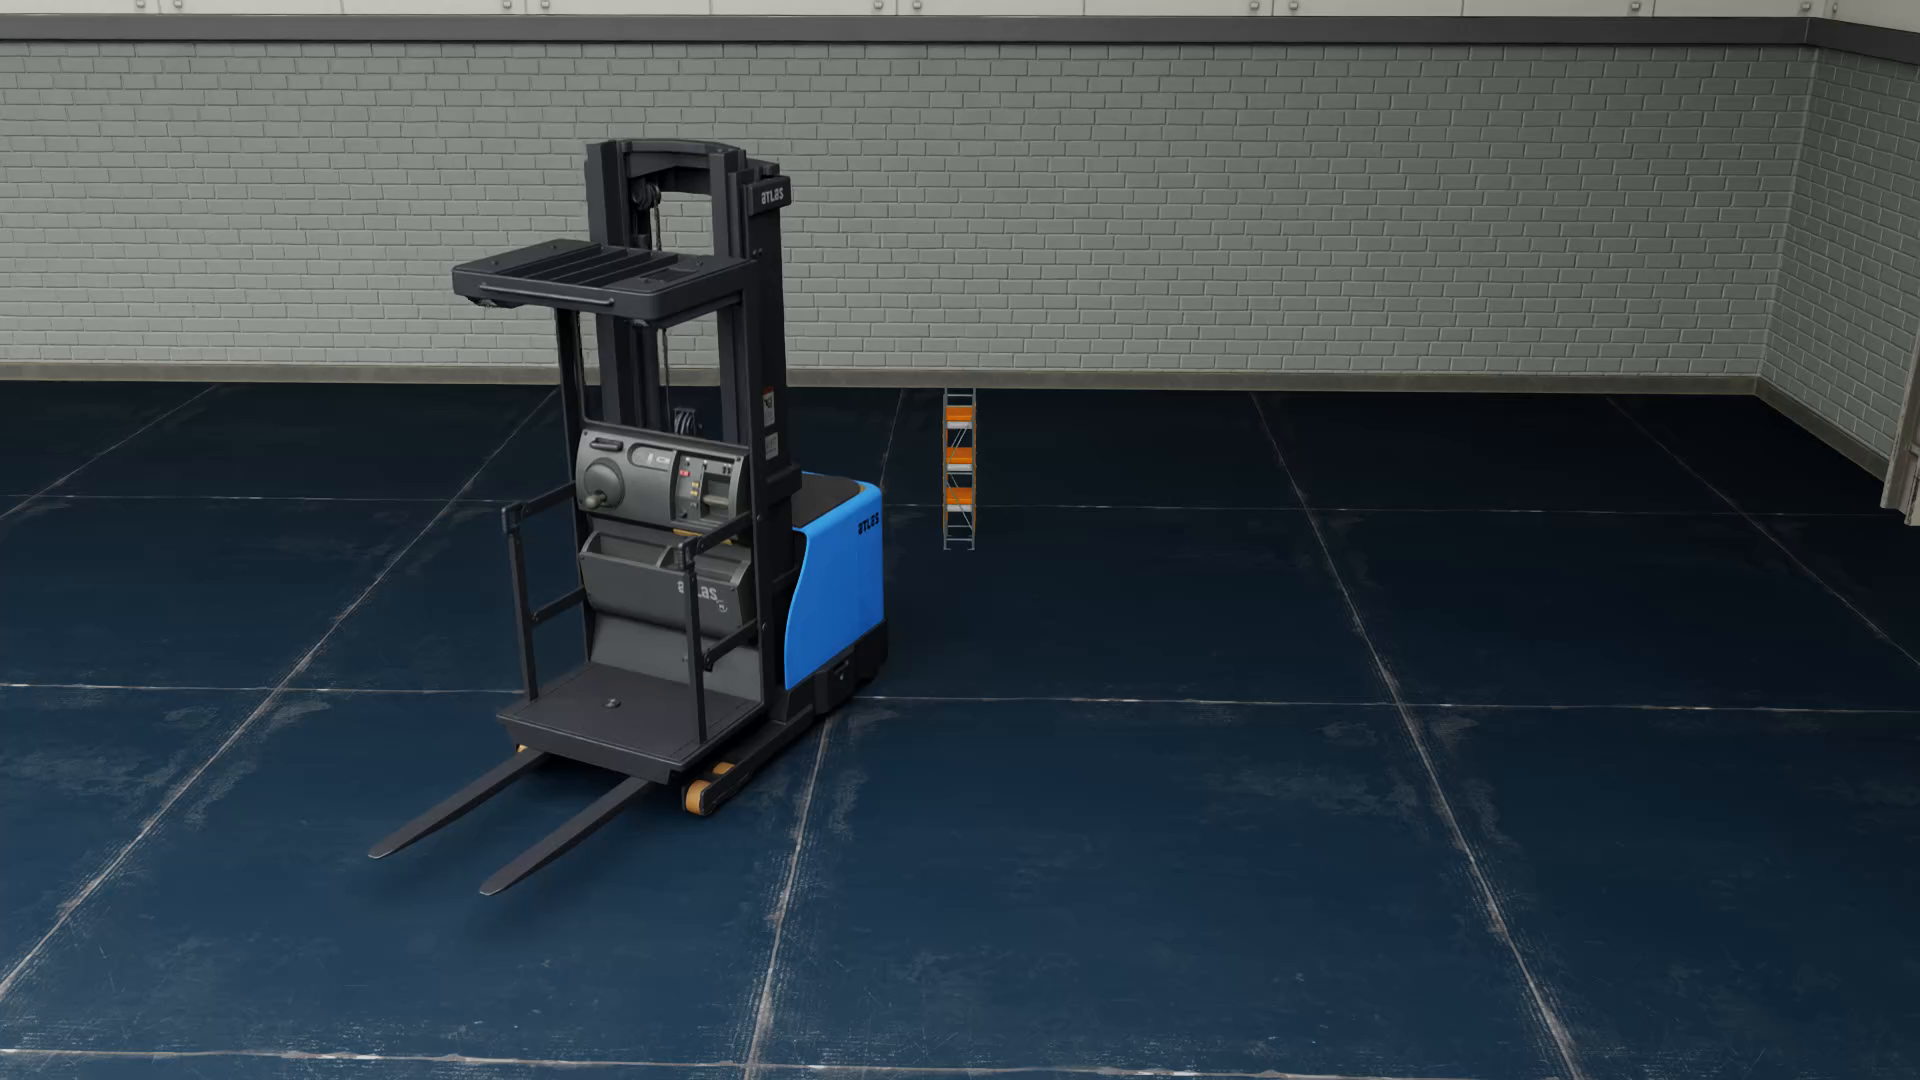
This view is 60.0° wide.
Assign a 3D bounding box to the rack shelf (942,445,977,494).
[{"bbox_3d":[-0.002,-0.460,10.793,0.215,0.259,0.240,1,21,2],"label":"rack shelf"}]

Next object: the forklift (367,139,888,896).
[{"bbox_3d":[-1.514,-0.266,7.664,1.130,2.935,3.031,10,24,25],"label":"forklift"}]

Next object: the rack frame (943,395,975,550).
[{"bbox_3d":[-0.005,-0.426,10.675,0.200,1.050,0.008,1,21,2],"label":"rack frame"}]

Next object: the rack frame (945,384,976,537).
[{"bbox_3d":[0.002,-0.514,10.903,0.200,1.050,0.008,1,21,2],"label":"rack frame"}]

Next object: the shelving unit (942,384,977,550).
[{"bbox_3d":[-0.002,-0.470,10.789,0.215,1.050,0.252,1,21,2],"label":"shelving unit"}]

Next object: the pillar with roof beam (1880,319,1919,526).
[{"bbox_3d":[2.288,-4.412,9.960,9.100,9.000,0.400,1,21,2],"label":"pillar with roof beam"}]

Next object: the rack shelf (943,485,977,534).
[{"bbox_3d":[-0.002,-0.201,10.894,0.215,0.259,0.240,1,21,2],"label":"rack shelf"}]

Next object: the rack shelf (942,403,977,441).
[{"bbox_3d":[-0.002,-0.725,10.690,0.215,0.259,0.240,1,21,2],"label":"rack shelf"}]
